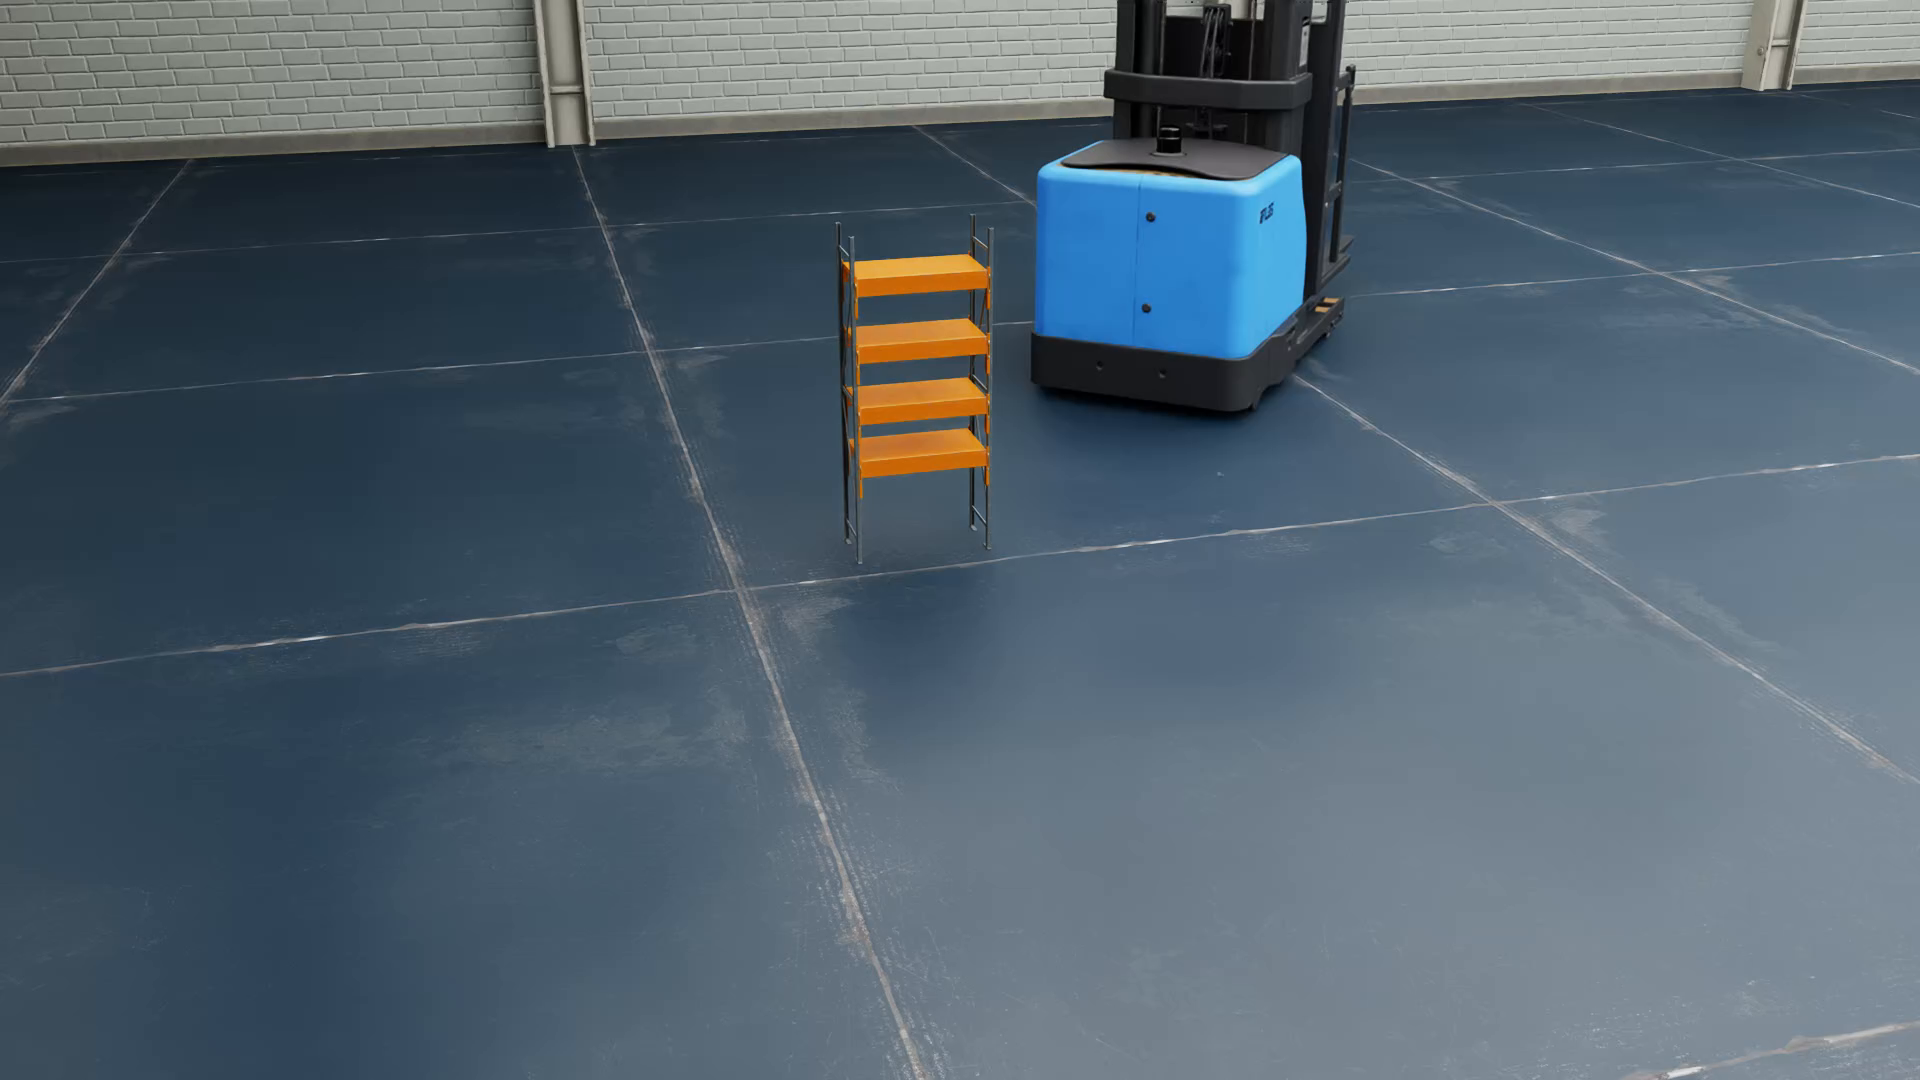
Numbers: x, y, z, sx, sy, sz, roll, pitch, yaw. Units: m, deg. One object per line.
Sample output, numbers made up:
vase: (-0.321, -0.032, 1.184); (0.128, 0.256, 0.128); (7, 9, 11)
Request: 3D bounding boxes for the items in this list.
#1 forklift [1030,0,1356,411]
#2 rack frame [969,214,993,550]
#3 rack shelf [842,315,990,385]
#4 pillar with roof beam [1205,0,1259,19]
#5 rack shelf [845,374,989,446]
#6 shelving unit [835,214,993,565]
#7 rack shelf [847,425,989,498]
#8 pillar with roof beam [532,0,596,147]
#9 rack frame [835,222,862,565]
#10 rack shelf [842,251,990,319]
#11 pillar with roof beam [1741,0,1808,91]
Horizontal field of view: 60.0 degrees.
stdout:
forklift: (1.407, -2.468, 8.285); (1.130, 2.935, 3.031); (10, 25, 23)
rack frame: (0.076, -0.560, 6.033); (0.015, 1.200, 0.240); (-6, 24, -14)
rack shelf: (-0.159, -0.677, 5.911); (0.480, 0.148, 0.258); (-6, 24, -14)
pillar with roof beam: (3.644, -6.500, 9.987); (0.400, 9.000, 9.100); (-6, 24, -14)
rack shelf: (-0.159, -0.472, 5.999); (0.480, 0.148, 0.258); (-6, 24, -14)
shelving unit: (-0.159, -0.534, 5.972); (0.503, 1.200, 0.258); (-6, 24, -14)
rack shelf: (-0.159, -0.289, 6.077); (0.480, 0.148, 0.258); (-6, 24, -14)
pillar with roof beam: (-2.133, -5.861, 8.498); (0.400, 9.000, 9.100); (-6, 24, -14)
rack frame: (-0.394, -0.508, 5.912); (0.015, 1.200, 0.240); (-6, 24, -14)
rack shelf: (-0.159, -0.895, 5.817); (0.480, 0.148, 0.258); (-6, 24, -14)
pillar with roof beam: (9.421, -7.139, 11.476); (0.400, 9.000, 9.100); (-6, 24, -14)
